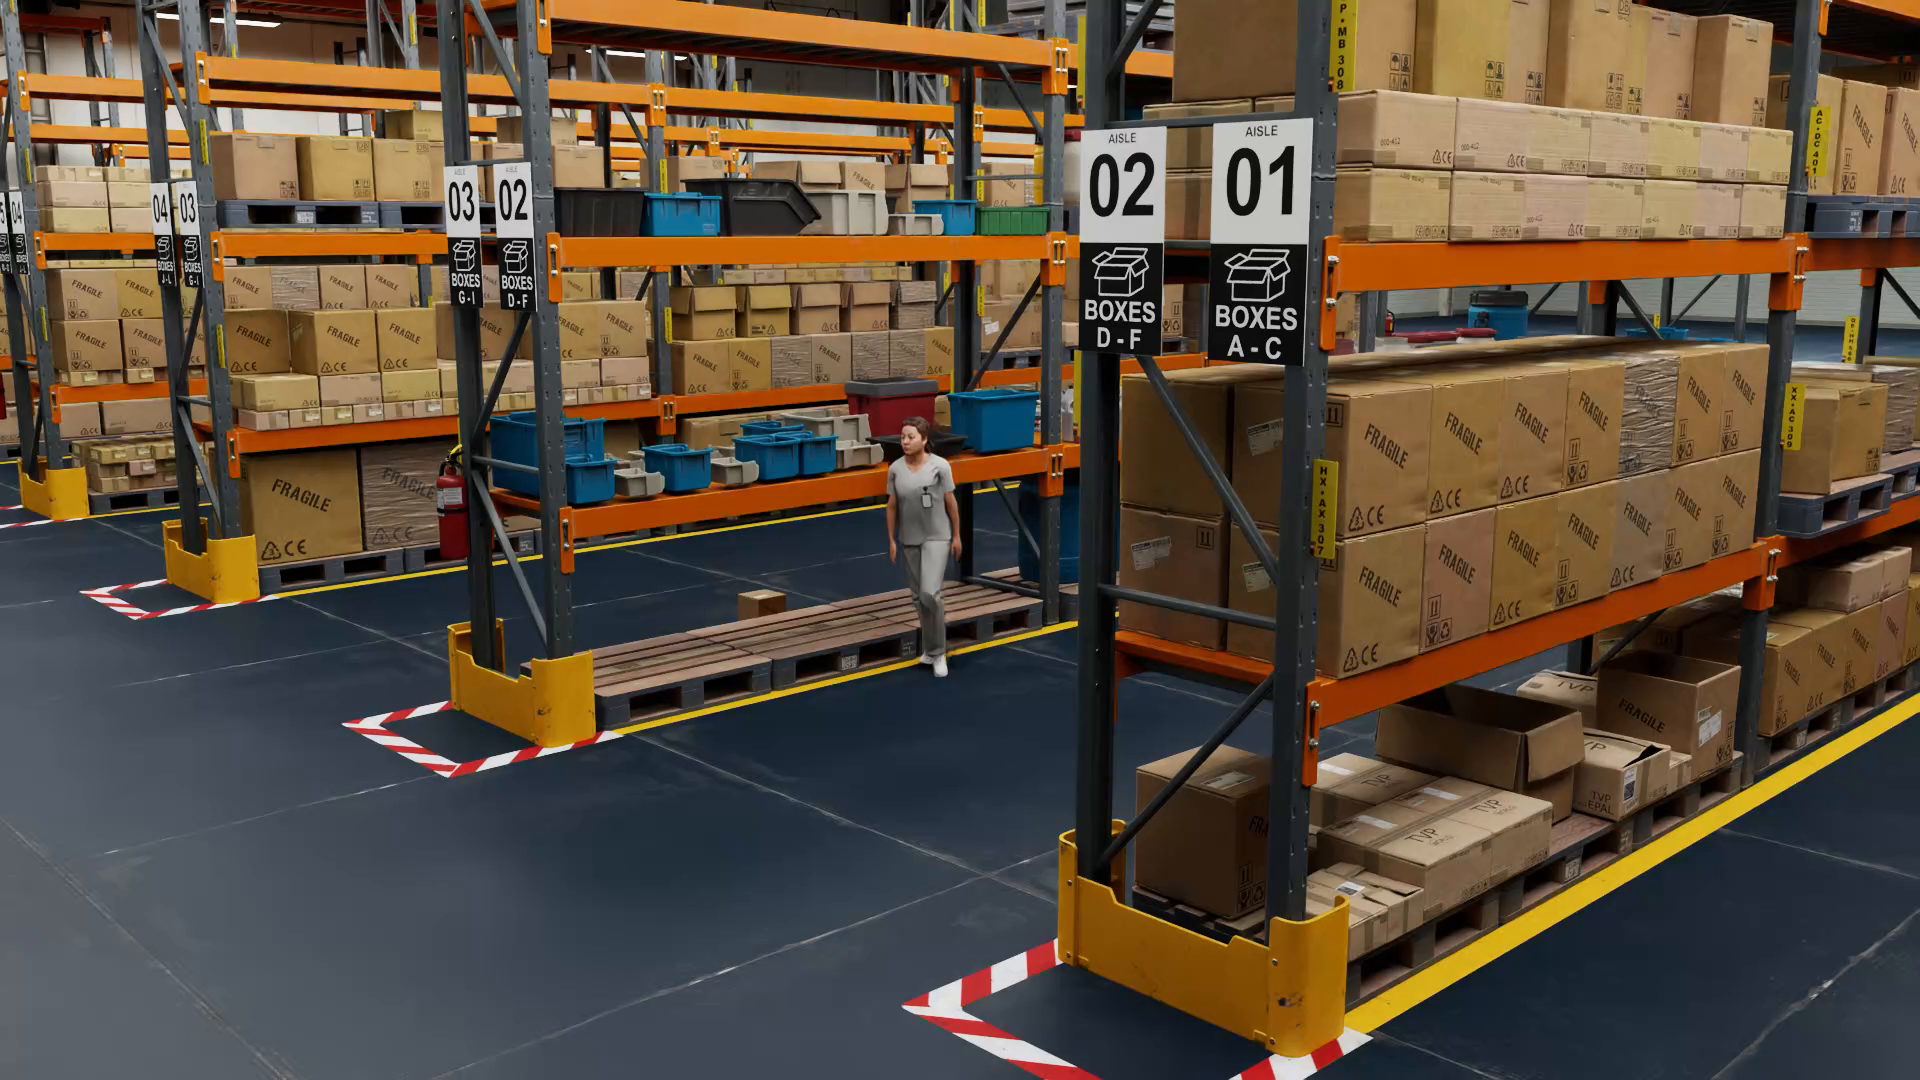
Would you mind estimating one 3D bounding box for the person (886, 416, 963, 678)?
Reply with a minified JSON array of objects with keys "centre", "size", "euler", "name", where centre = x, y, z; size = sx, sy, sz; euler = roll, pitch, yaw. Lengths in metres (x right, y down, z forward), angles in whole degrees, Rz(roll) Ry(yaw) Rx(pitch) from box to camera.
[{"centre":[-0.239,0.023,10.784],"size":[0.472,1.672,0.536],"euler":[4,11,22],"name":"person"}]
